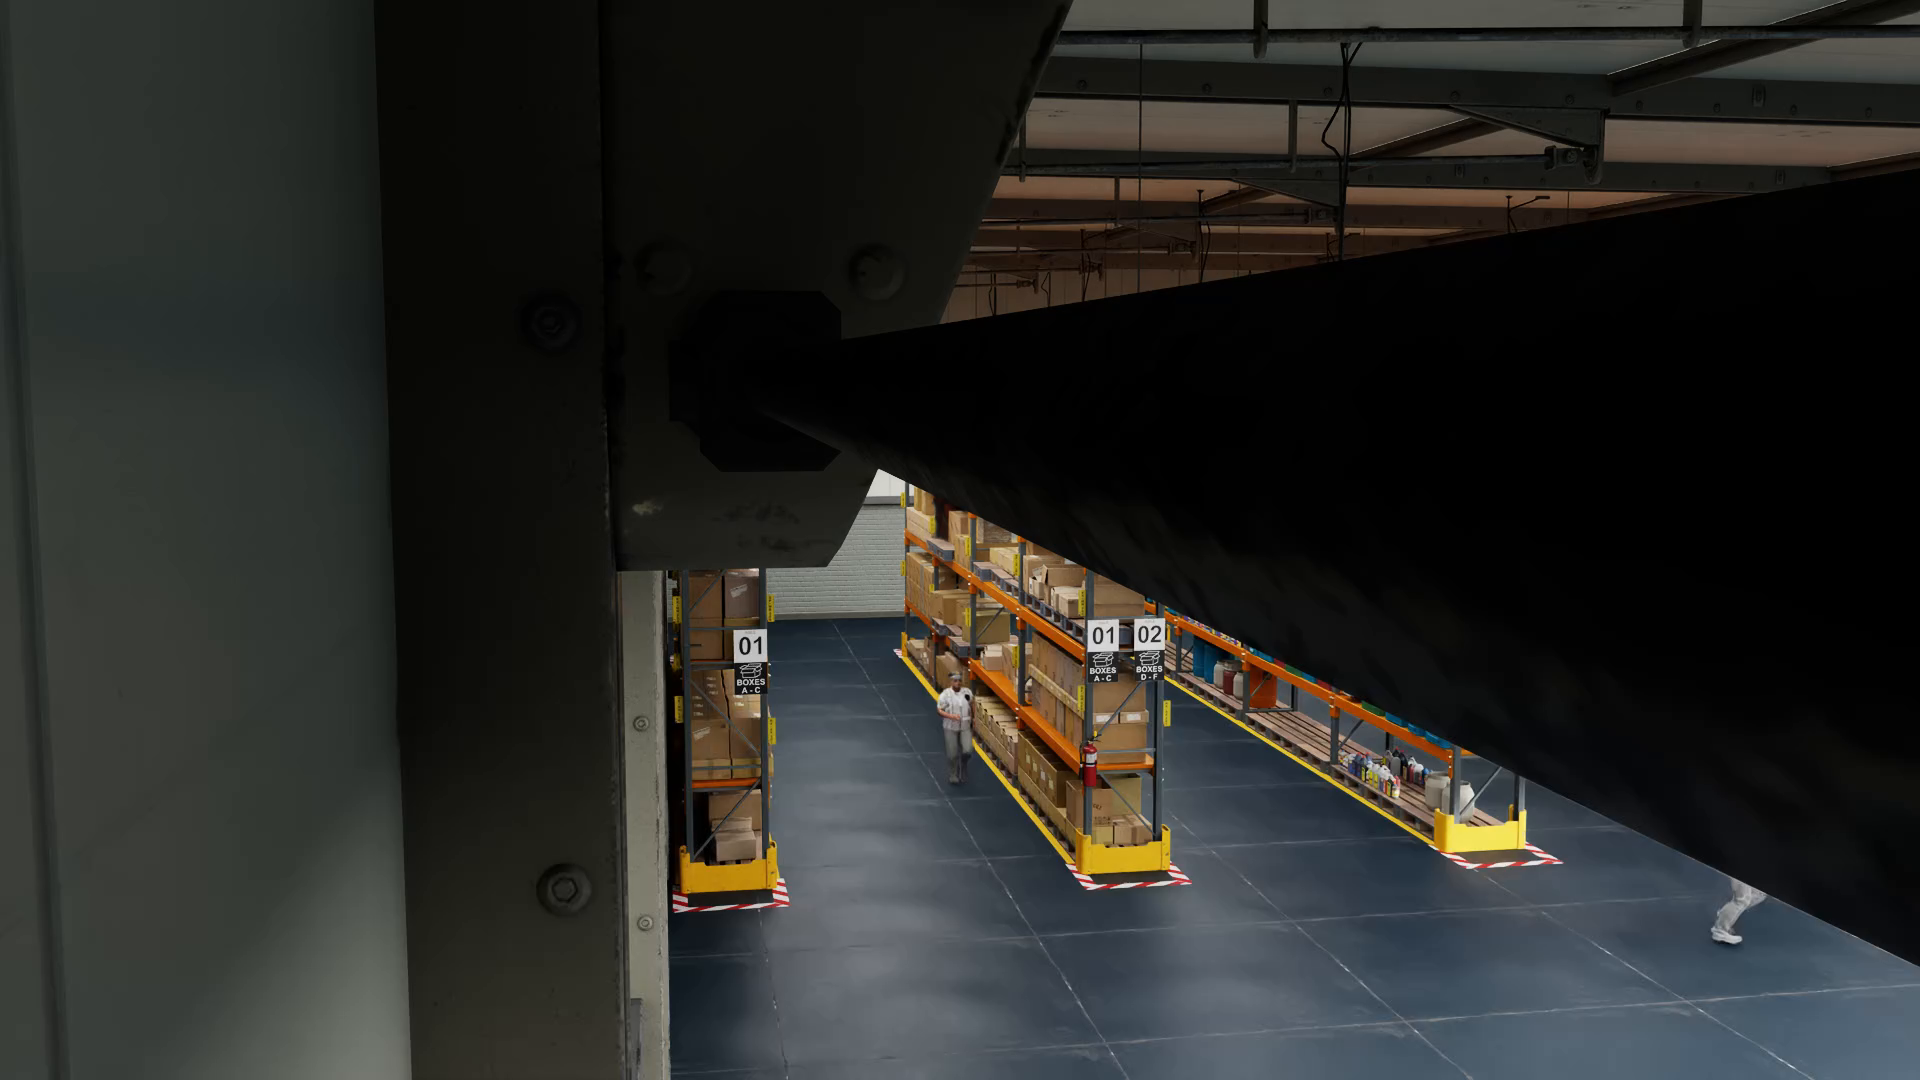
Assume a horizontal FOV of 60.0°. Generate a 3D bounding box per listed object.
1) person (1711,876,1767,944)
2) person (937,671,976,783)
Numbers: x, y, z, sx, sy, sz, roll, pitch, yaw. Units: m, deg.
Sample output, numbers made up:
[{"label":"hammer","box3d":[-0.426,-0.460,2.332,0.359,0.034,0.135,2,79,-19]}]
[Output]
[{"label":"person","box3d":[8.598,3.570,18.247,0.623,1.723,0.685,2,6,16]},{"label":"person","box3d":[-0.024,2.839,25.216,0.640,1.742,0.636,-1,6,-13]}]
